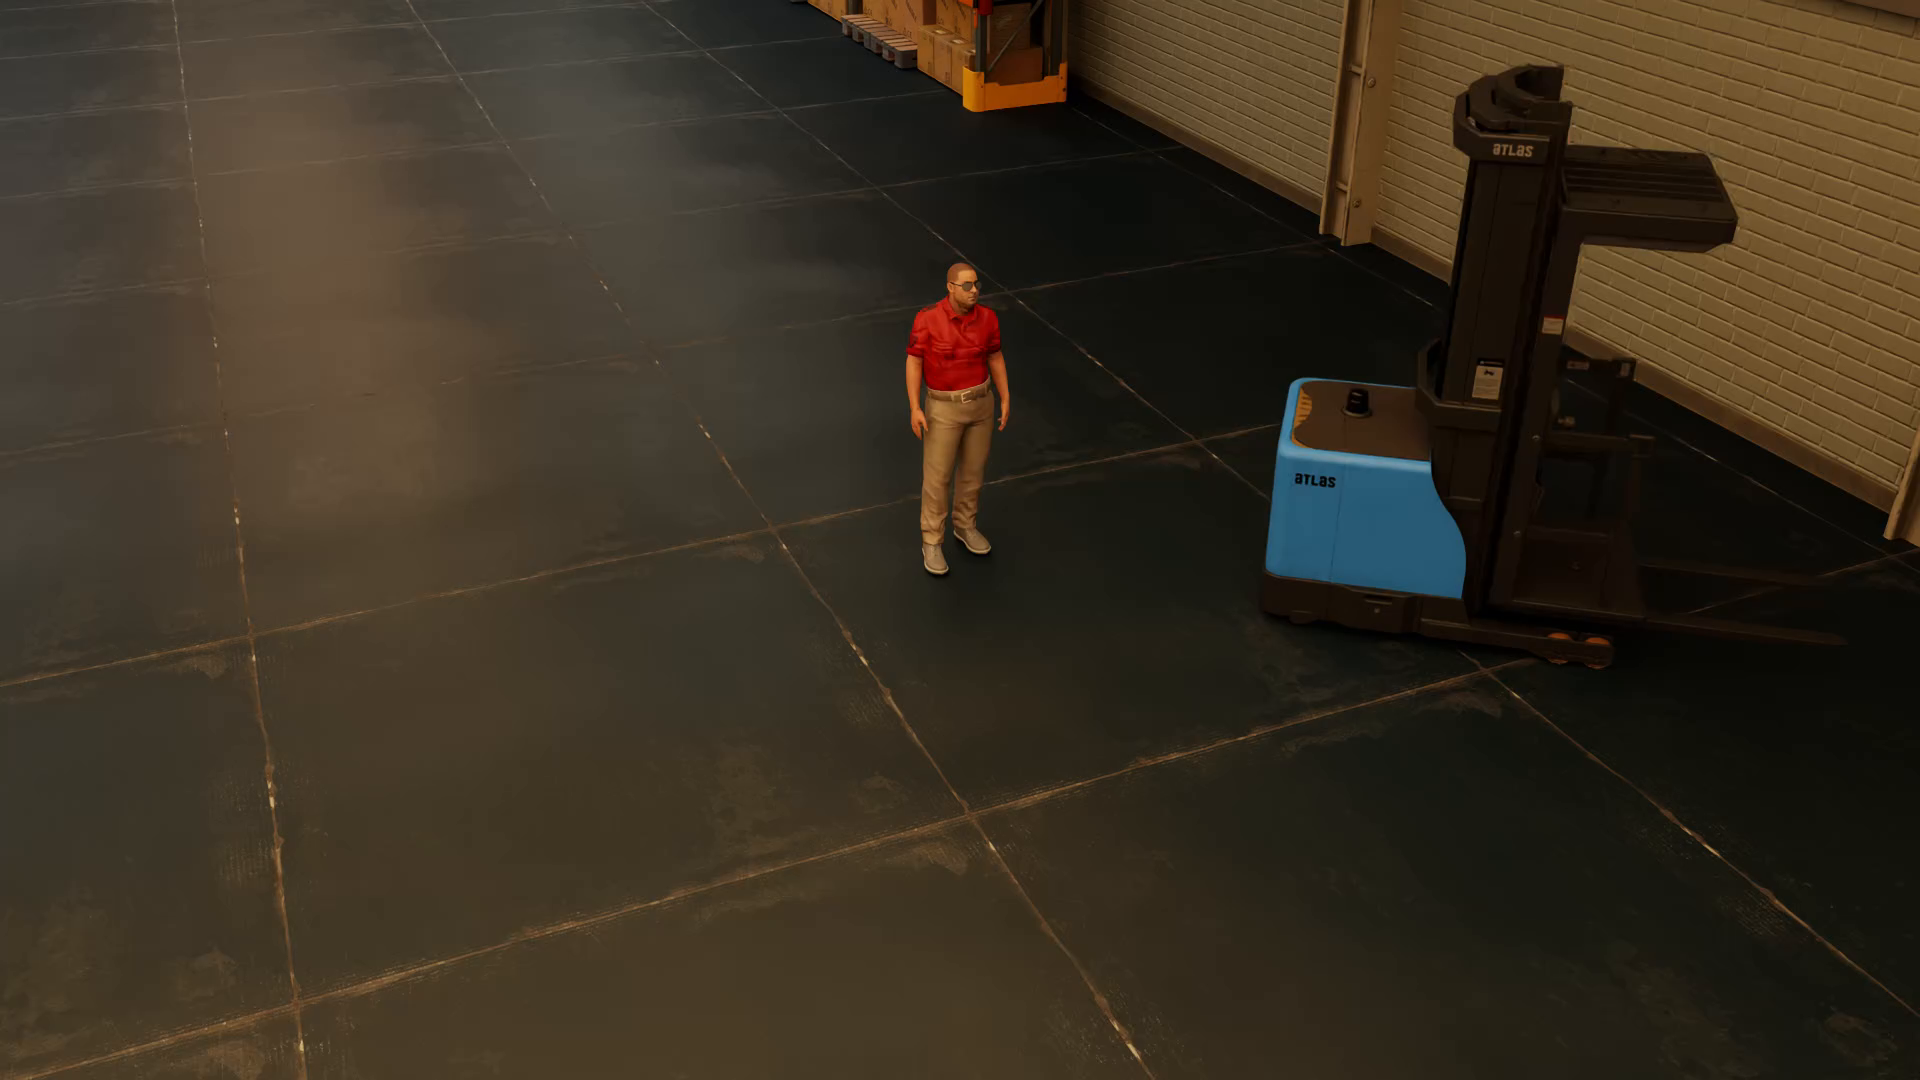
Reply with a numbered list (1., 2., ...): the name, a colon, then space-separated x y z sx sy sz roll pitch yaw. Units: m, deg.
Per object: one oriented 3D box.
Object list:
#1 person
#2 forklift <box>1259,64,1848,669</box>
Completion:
1. person: 0.024 -0.713 9.564 0.640 1.727 0.551 -12 32 -20
2. forklift: 3.245 -0.877 8.654 3.031 2.935 1.130 7 31 12
